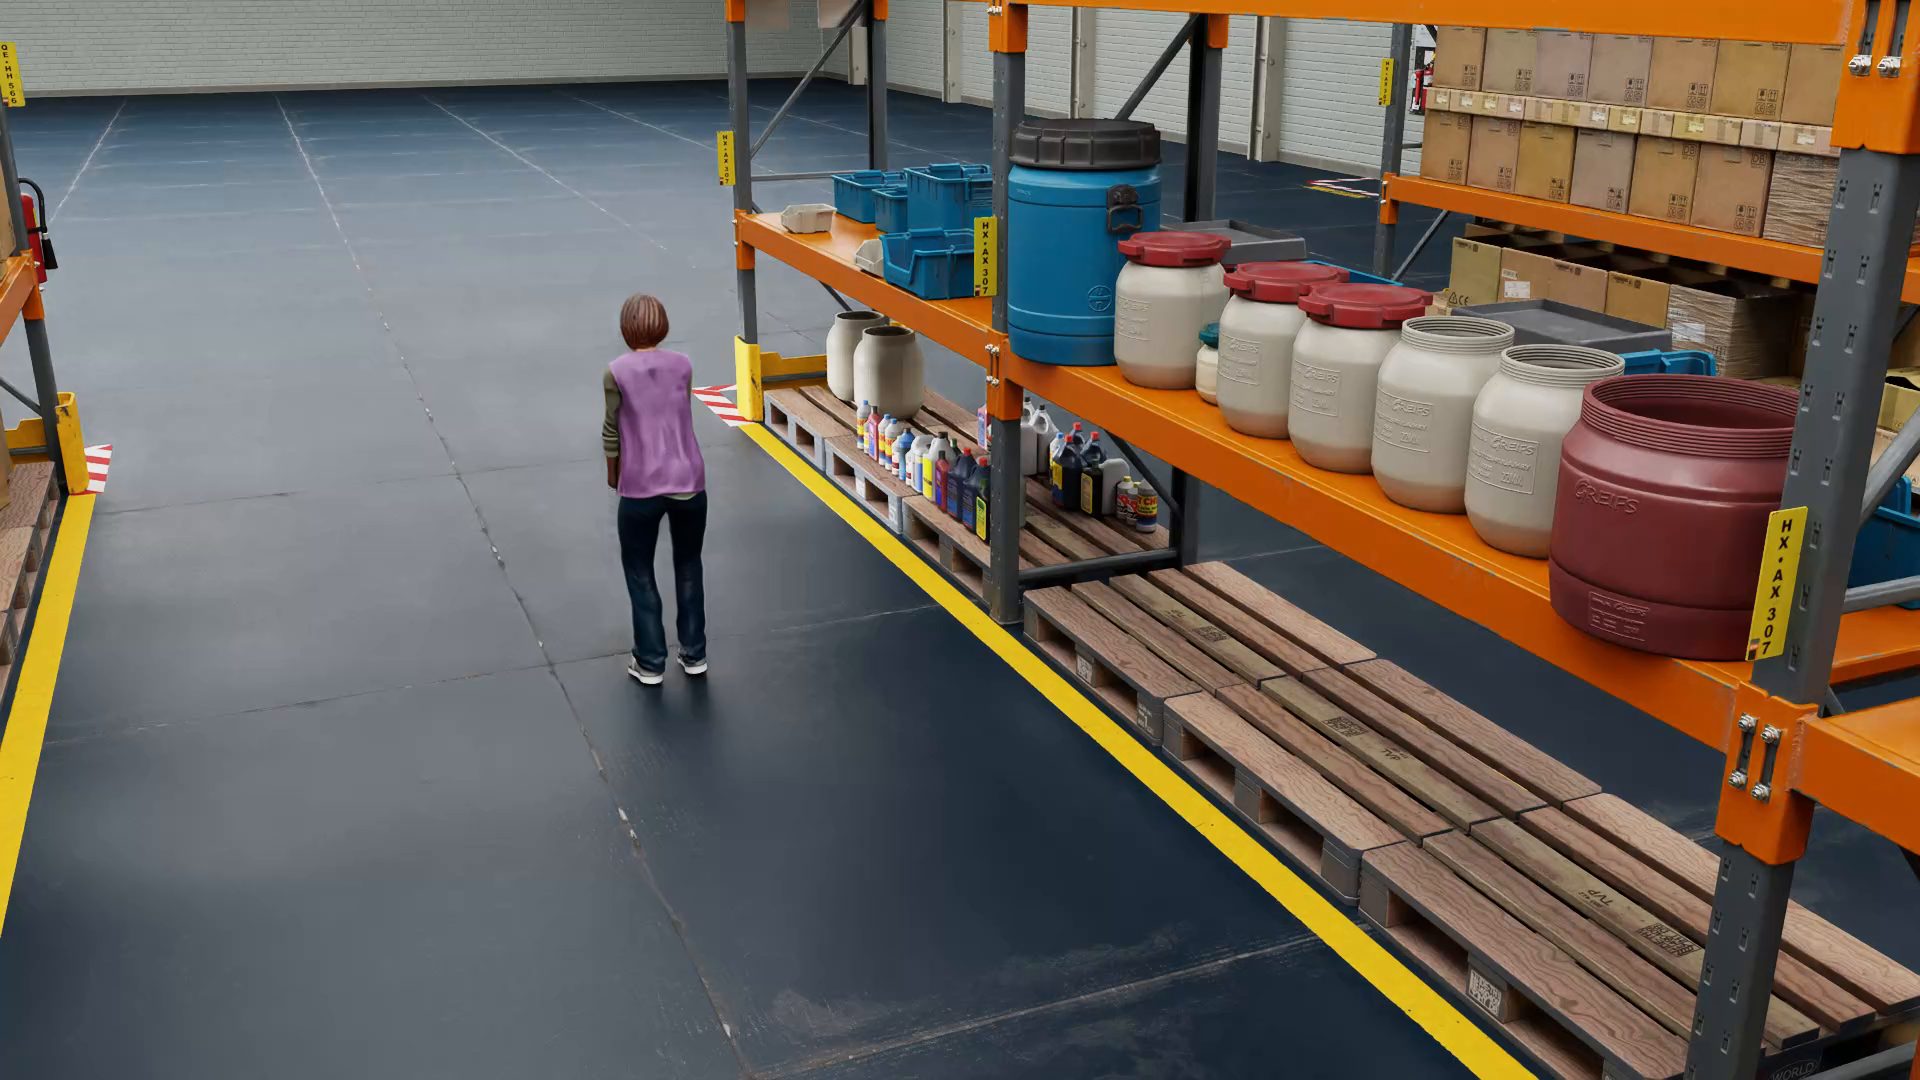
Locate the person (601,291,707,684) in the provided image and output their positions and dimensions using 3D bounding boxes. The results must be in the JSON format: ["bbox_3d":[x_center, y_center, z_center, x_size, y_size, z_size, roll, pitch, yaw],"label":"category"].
[{"bbox_3d":[-1.230,-0.159,6.732,0.373,1.476,0.518,-8,21,-23],"label":"person"}]
